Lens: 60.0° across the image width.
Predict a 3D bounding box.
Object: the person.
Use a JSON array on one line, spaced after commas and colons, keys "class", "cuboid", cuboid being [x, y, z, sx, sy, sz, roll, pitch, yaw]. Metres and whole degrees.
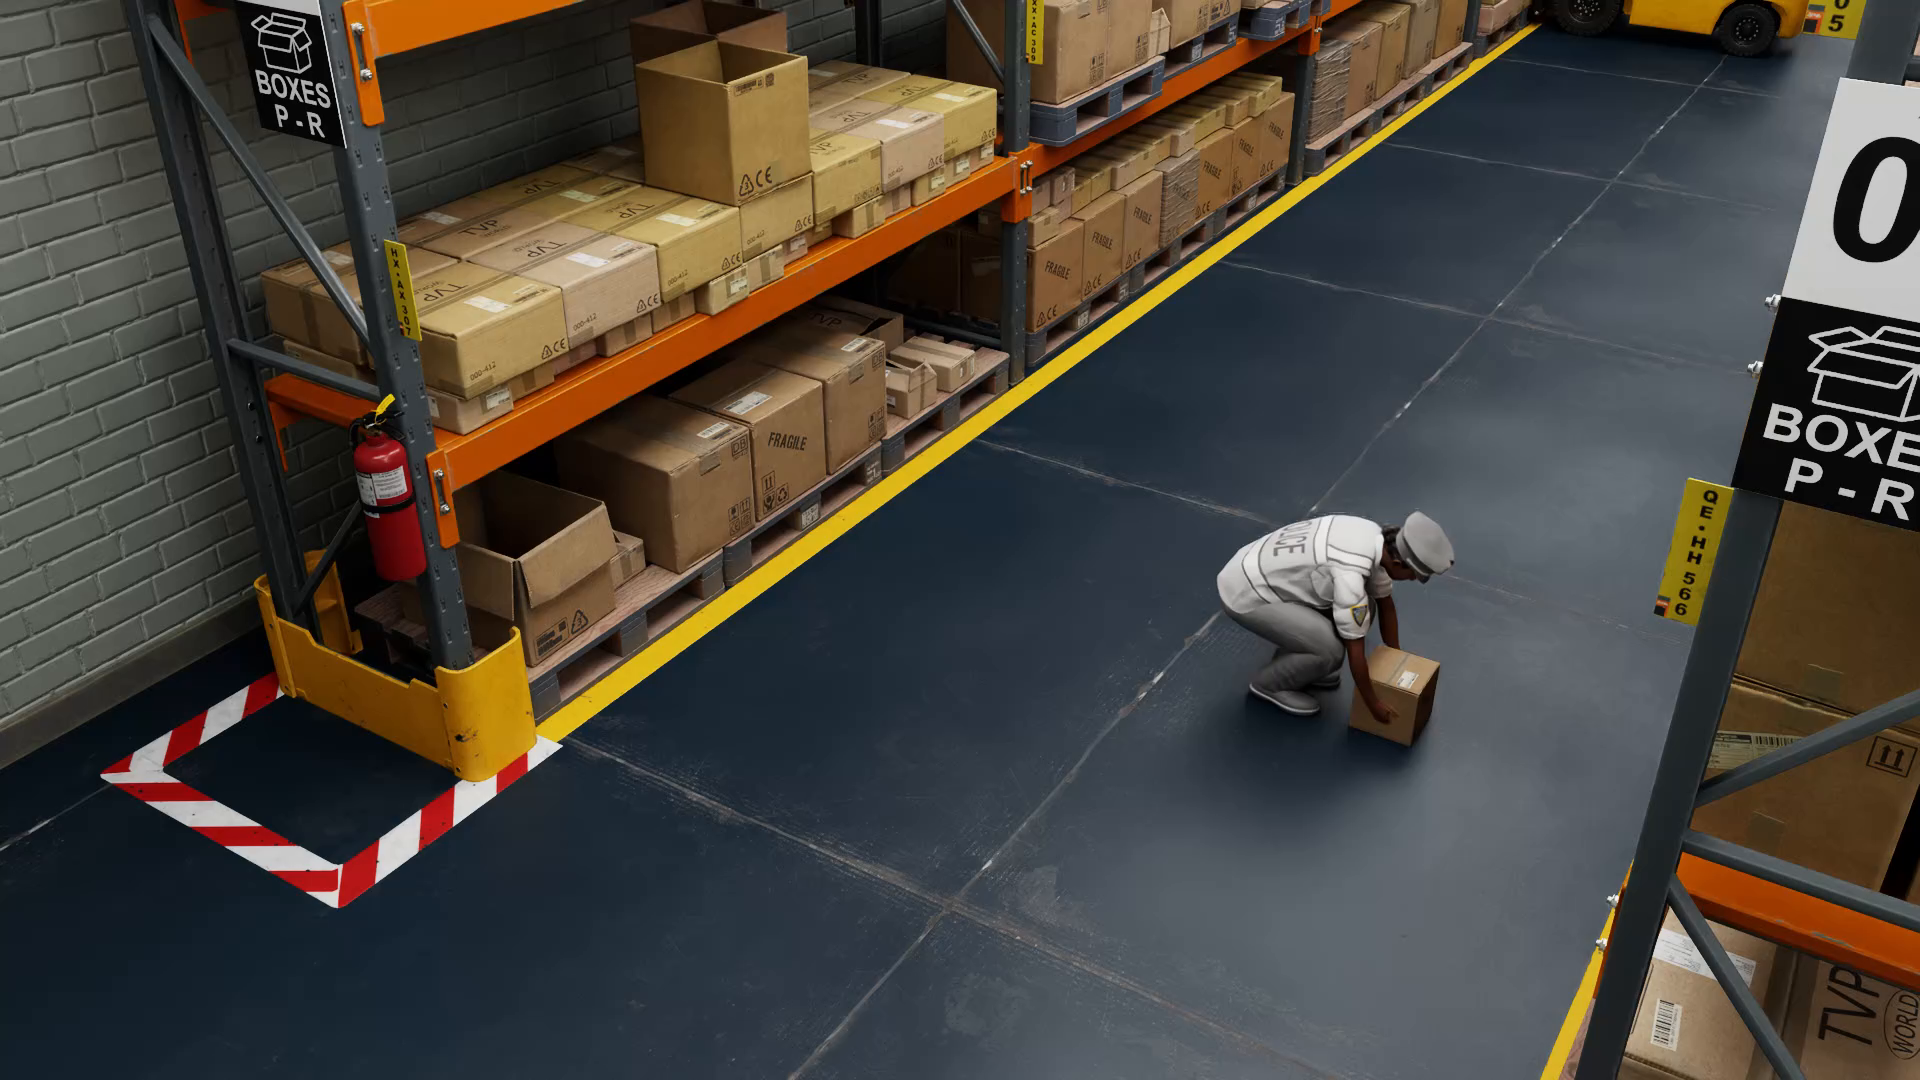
[{"class": "person", "cuboid": [1.441, 0.265, 6.503, 0.864, 0.838, 0.472, 18, 35, 27]}]
